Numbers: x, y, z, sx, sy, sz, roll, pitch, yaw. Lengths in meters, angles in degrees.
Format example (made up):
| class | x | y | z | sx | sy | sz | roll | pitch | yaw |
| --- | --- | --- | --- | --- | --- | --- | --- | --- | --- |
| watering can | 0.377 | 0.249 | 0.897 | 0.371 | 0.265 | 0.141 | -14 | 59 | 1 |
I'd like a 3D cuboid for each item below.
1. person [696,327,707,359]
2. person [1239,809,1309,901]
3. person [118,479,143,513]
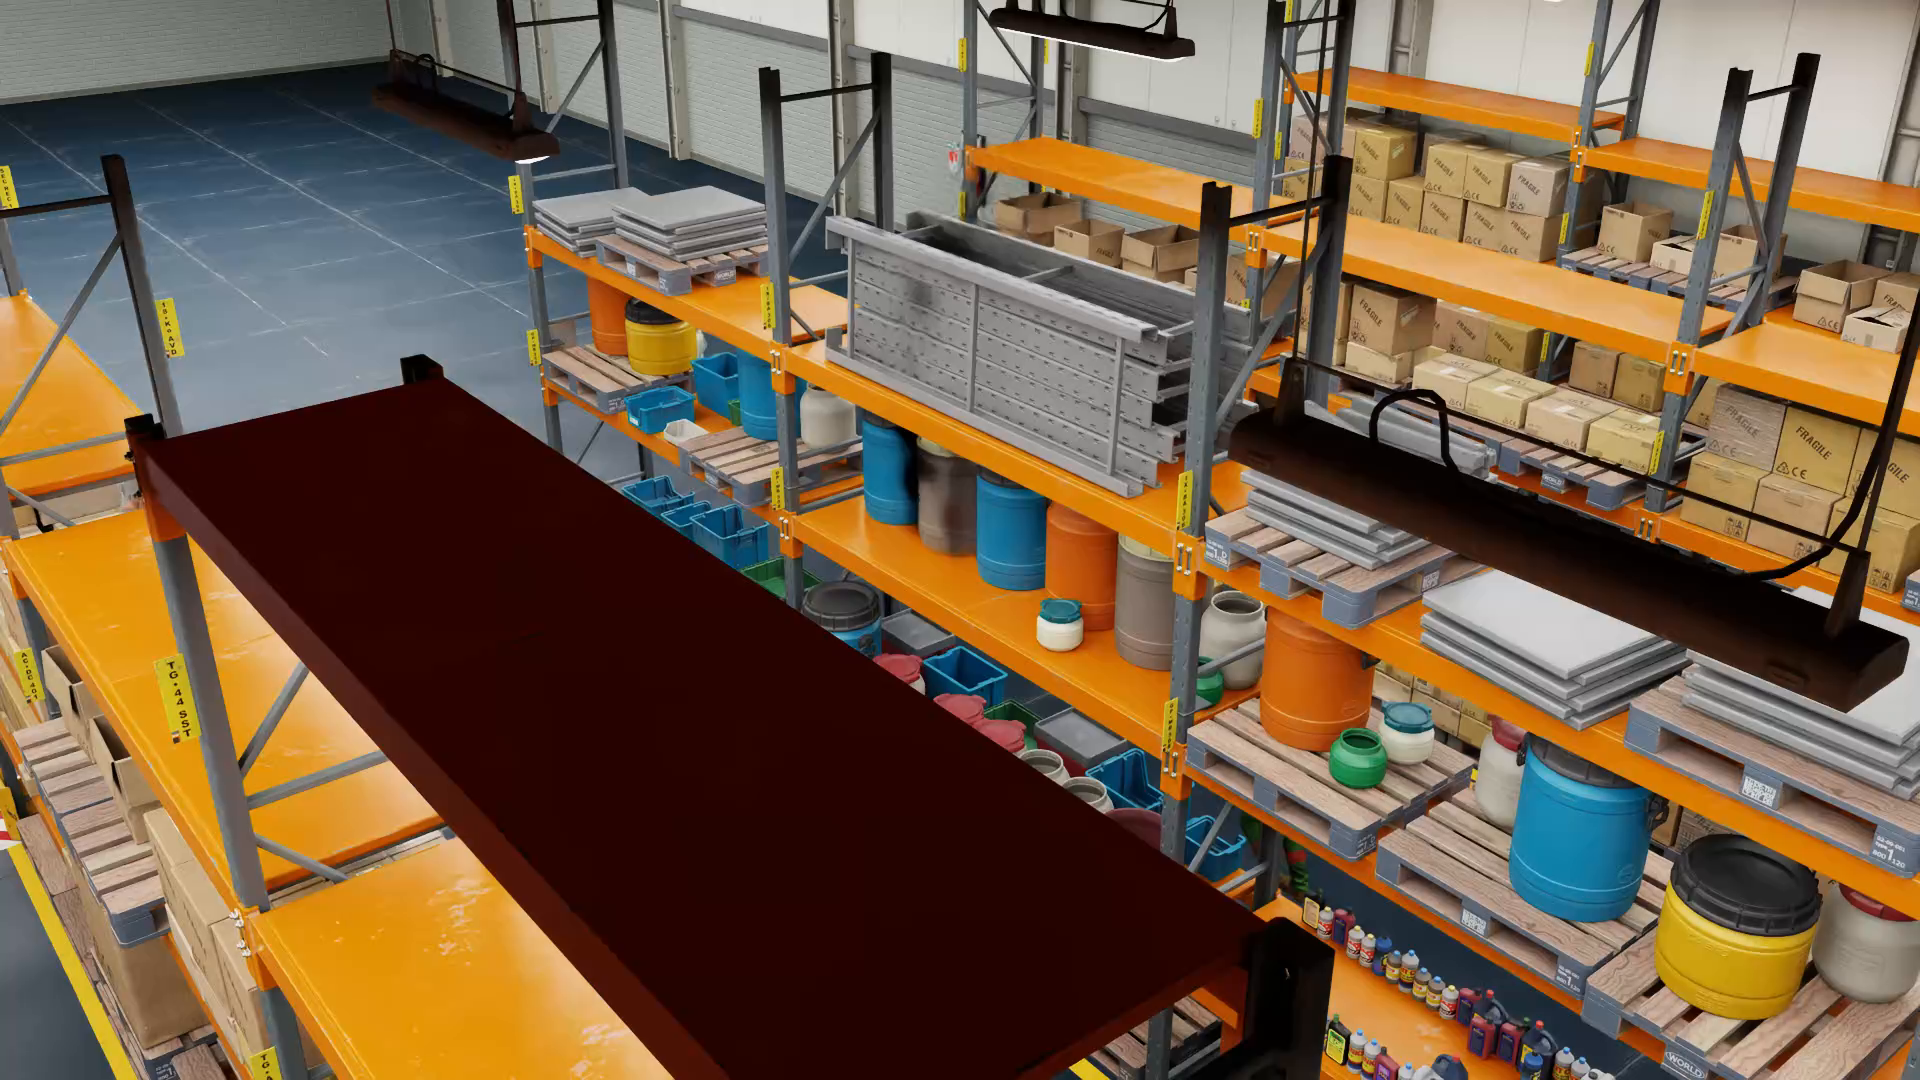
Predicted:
| class | x | y | z | sx | sy | sz | roll | pitch | yaw |
| --- | --- | --- | --- | --- | --- | --- | --- | --- | --- |
| person | -3.280 | -1.992 | 20.346 | 0.882 | 1.750 | 0.667 | -7 | 27 | -14 |
| person | 2.303 | 1.791 | 12.001 | 0.659 | 1.783 | 0.648 | -18 | 31 | -33 |
| person | -8.131 | -0.194 | 16.613 | 0.980 | 1.792 | 0.656 | -6 | 26 | -11 |
